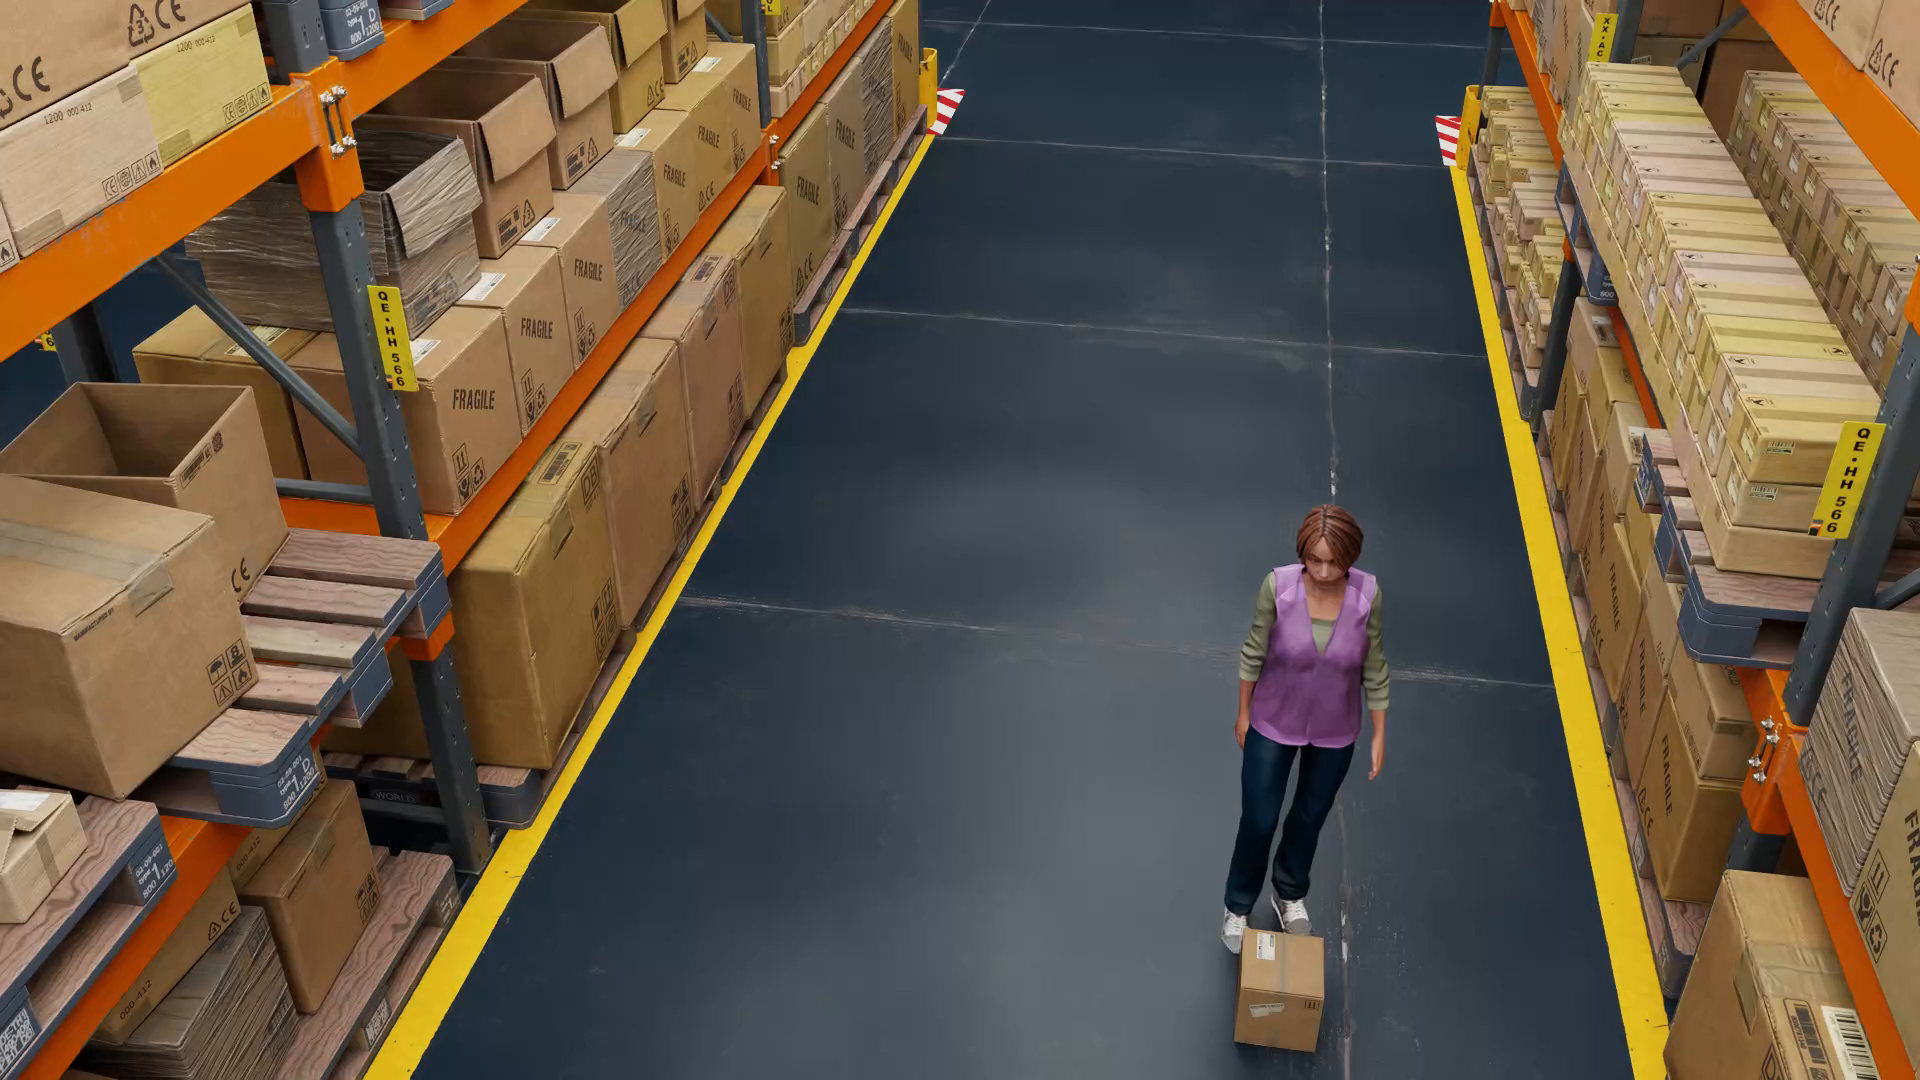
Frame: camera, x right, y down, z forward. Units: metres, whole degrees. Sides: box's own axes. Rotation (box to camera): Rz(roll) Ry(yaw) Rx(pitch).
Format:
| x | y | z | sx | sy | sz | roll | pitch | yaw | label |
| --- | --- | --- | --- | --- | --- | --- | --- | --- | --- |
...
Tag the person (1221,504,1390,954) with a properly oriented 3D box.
| x | y | z | sx | sy | sz | roll | pitch | yaw | label |
| --- | --- | --- | --- | --- | --- | --- | --- | --- | --- |
| 1.093 | 0.629 | 5.218 | 0.453 | 1.635 | 0.370 | 1 | 33 | 2 | person |
